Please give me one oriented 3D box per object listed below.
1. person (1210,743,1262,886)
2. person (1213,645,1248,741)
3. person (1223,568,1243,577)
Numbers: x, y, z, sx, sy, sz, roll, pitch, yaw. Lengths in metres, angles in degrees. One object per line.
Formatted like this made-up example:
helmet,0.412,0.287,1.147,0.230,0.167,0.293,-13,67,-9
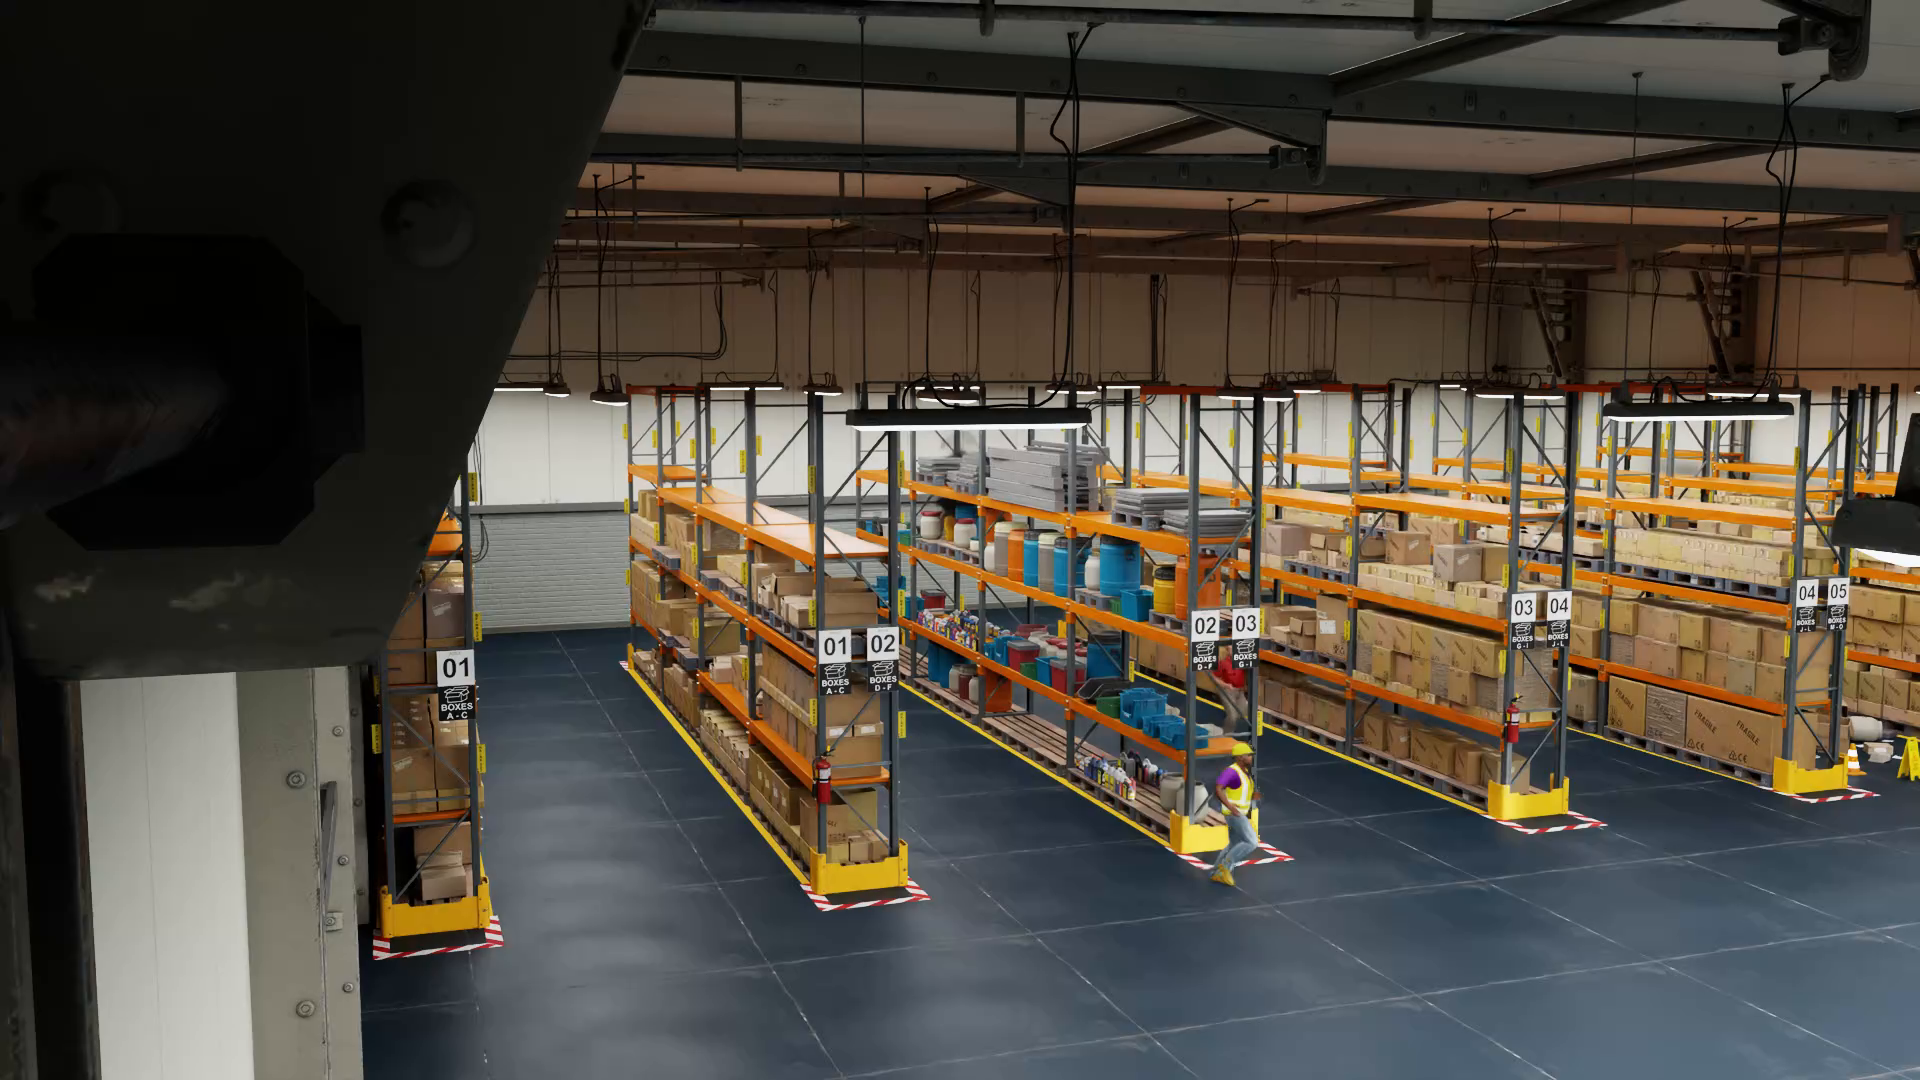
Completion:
person,3.425,3.358,20.538,0.597,1.697,0.709,2,6,20
person,4.612,2.599,28.061,0.659,1.674,0.581,-3,7,-27
person,6.571,1.299,40.531,0.561,1.727,0.710,-5,8,-39
